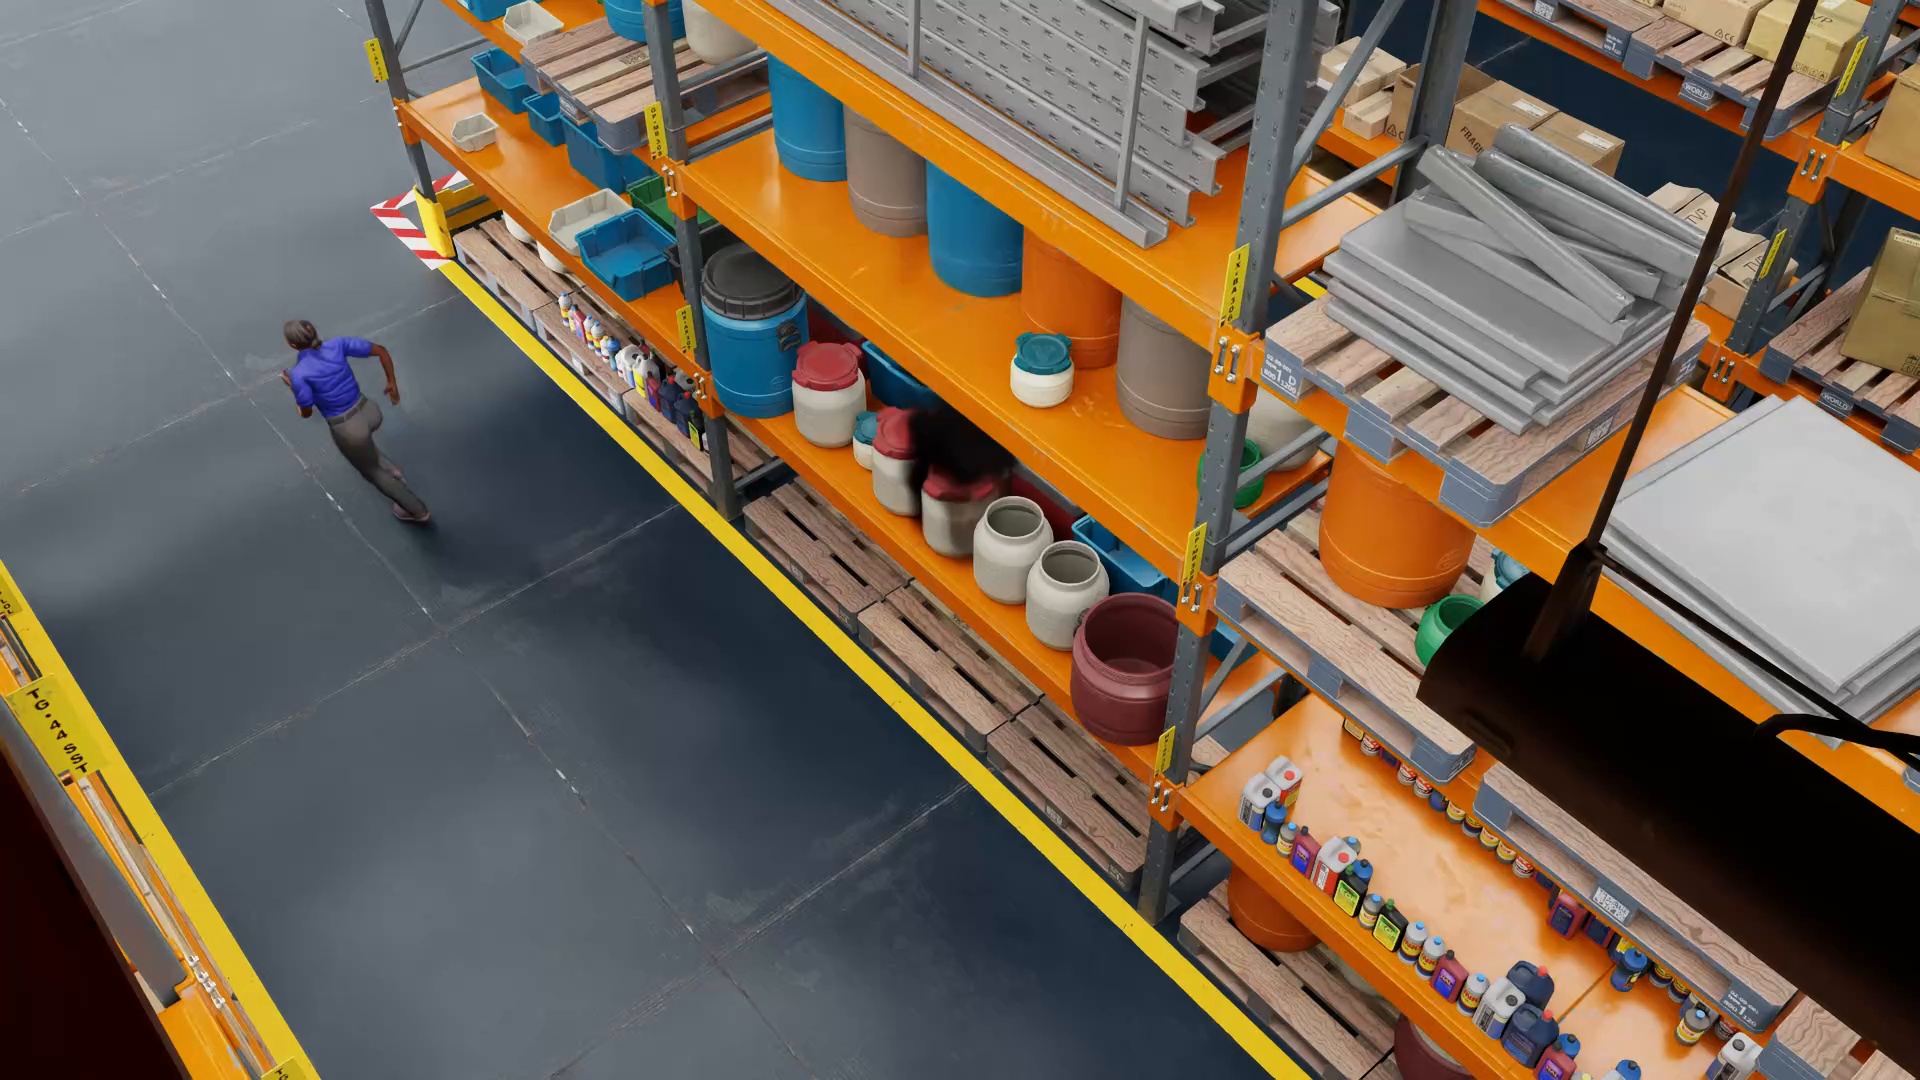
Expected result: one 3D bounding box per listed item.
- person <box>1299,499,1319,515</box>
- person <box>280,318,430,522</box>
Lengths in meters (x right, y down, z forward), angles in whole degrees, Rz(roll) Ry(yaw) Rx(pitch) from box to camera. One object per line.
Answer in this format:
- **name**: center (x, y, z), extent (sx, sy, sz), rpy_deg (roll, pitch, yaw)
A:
- **person**: center (2.114, 0.148, 9.679), extent (0.674, 1.679, 0.782), rpy_deg (-33, 55, -28)
- **person**: center (-3.892, -0.767, 10.615), extent (0.787, 1.575, 0.562), rpy_deg (16, 48, 14)
